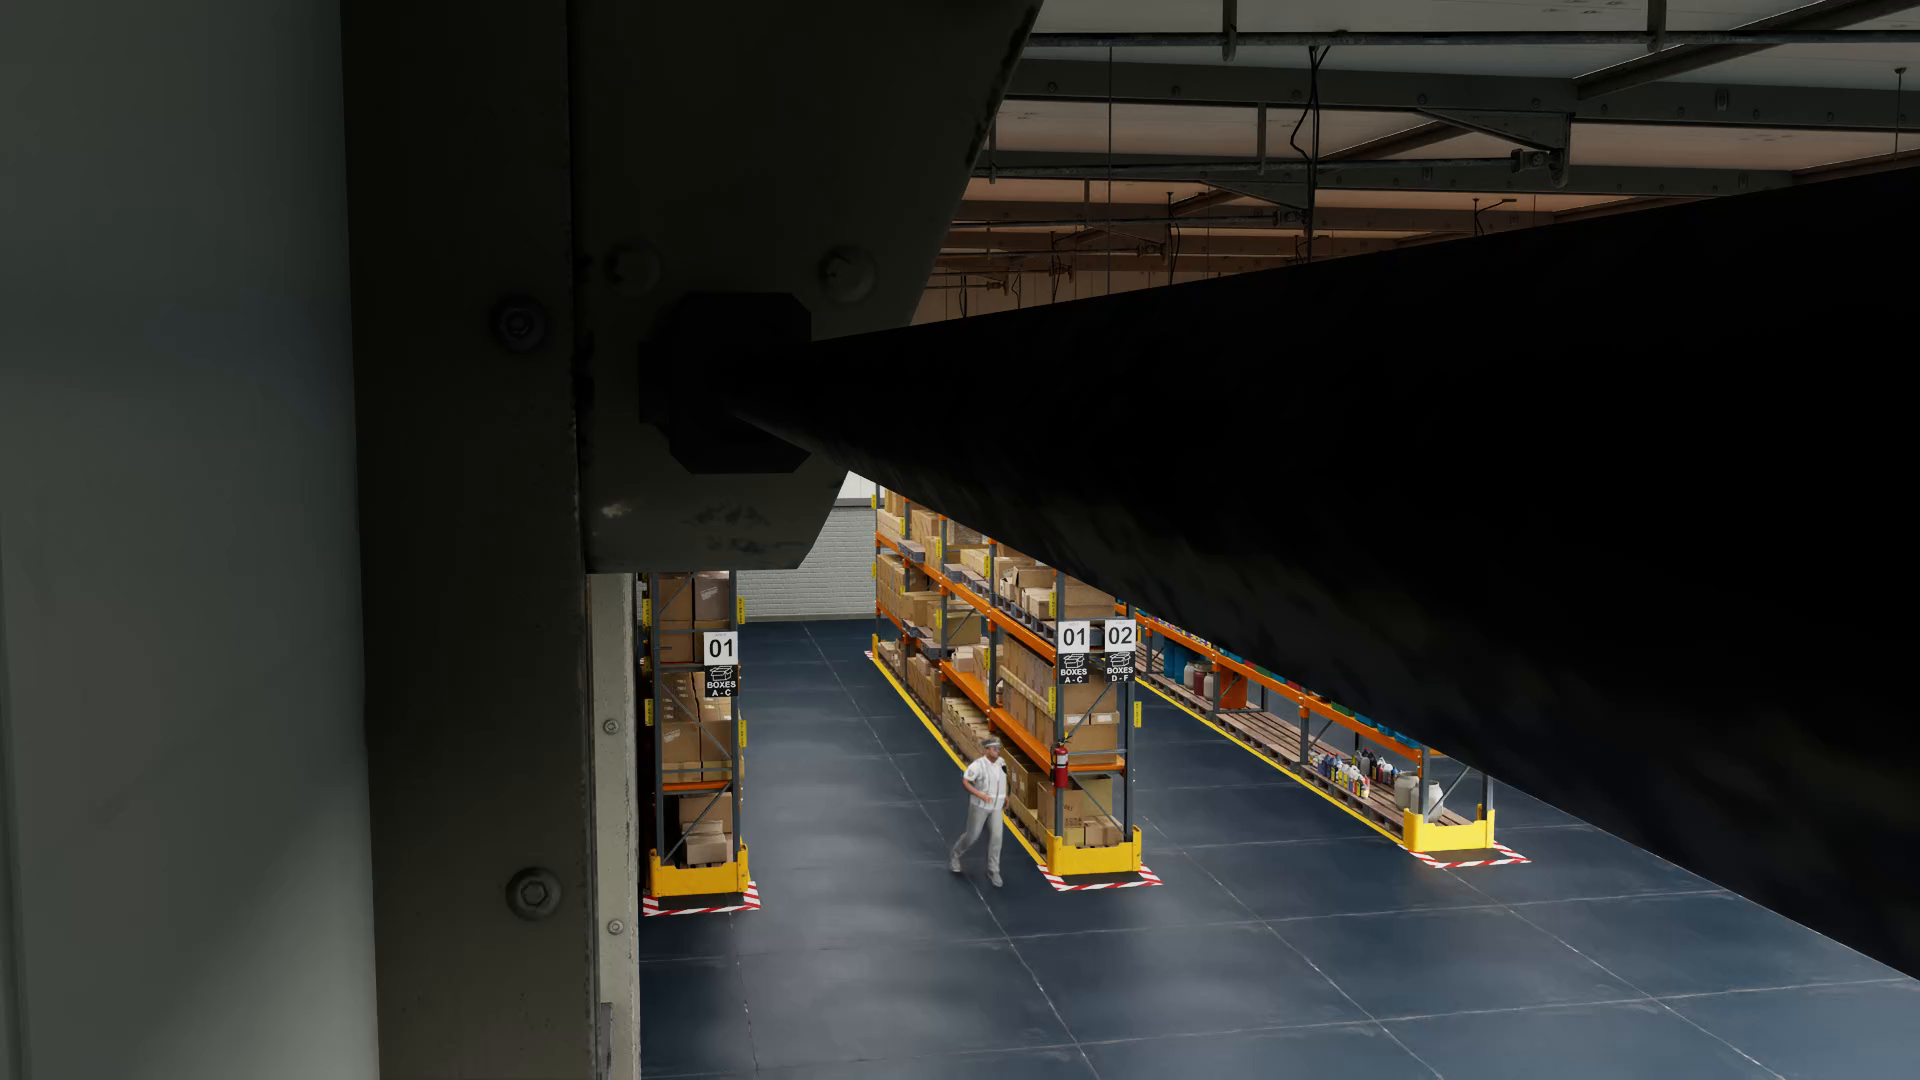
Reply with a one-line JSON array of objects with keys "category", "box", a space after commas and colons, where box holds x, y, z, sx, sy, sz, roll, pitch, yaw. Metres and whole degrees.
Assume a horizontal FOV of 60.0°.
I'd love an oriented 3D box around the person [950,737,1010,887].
[{"category": "person", "box": [0.357, 3.326, 20.729, 0.737, 1.766, 0.965, -3, 7, -30]}]
